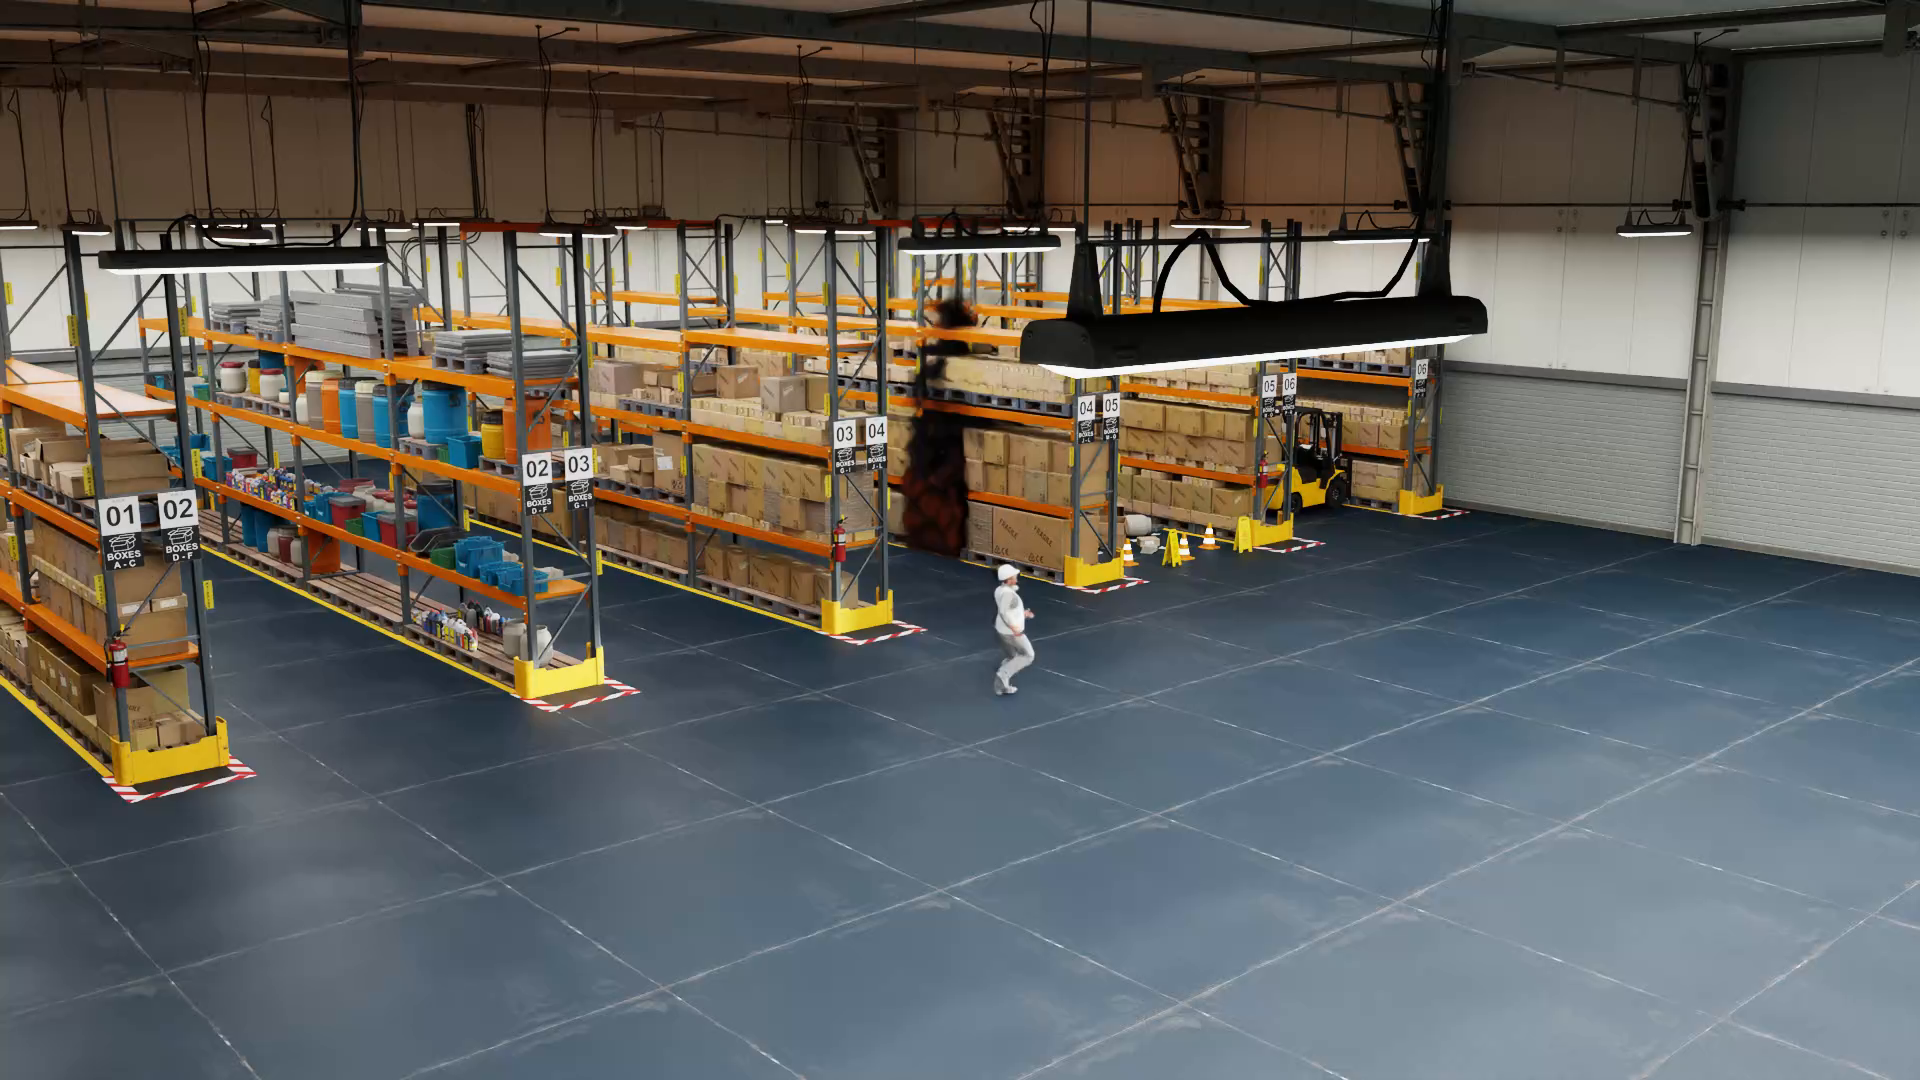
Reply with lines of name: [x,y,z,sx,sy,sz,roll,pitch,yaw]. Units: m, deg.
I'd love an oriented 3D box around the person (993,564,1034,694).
person: [0.706,1.138,21.695,0.577,1.671,0.645,-3,12,-15]

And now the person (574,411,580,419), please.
person: [-9.402,-2.641,40.773,0.585,1.667,0.849,6,13,28]

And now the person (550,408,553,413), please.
person: [-9.849,-2.368,39.492,0.598,1.637,0.638,7,13,31]

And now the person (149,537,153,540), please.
person: [-13.581,-0.040,27.482,0.918,1.787,0.692,9,14,37]
